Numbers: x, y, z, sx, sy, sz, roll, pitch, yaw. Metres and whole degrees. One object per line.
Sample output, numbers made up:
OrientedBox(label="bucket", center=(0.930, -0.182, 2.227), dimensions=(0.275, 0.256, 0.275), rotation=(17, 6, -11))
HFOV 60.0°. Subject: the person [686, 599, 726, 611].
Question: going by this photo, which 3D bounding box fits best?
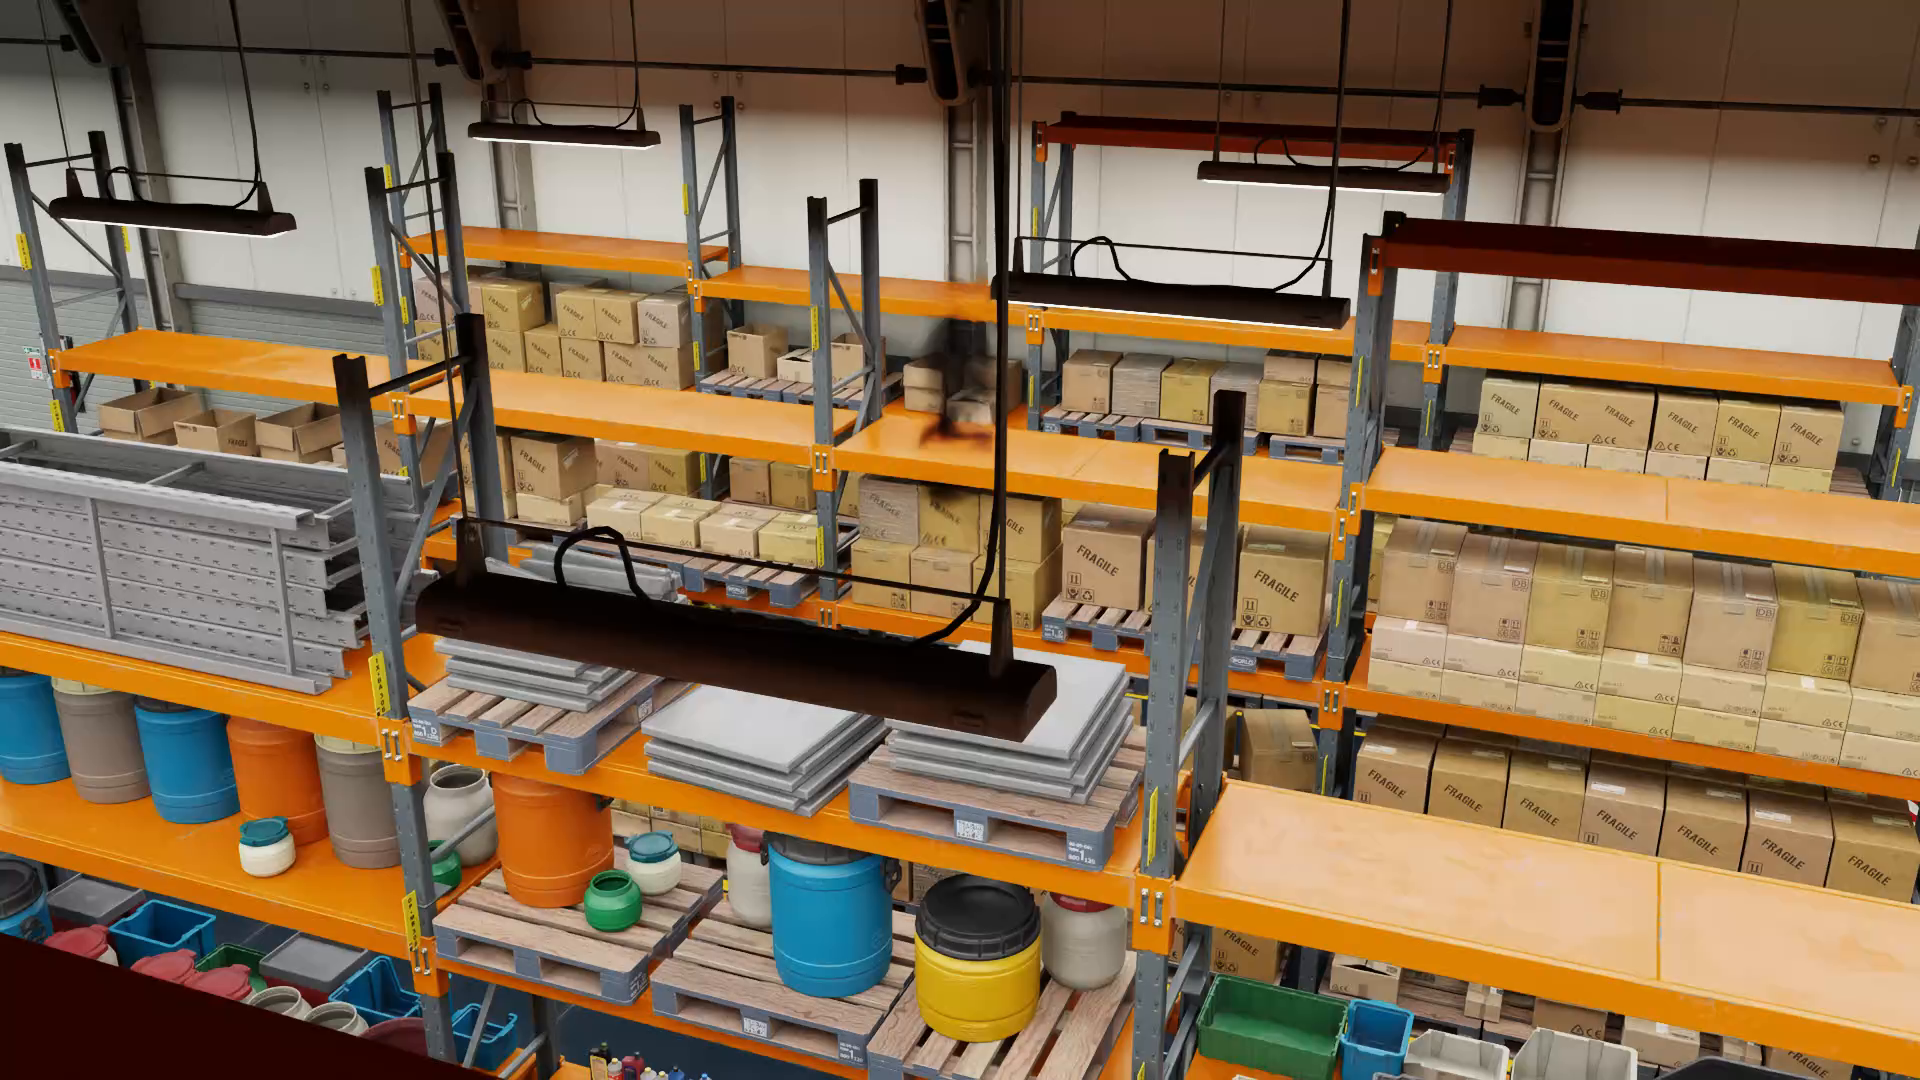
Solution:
OrientedBox(label="person", center=(-2.663, 0.929, 17.480), dimensions=(0.869, 1.806, 0.670), rotation=(1, 21, 2))
